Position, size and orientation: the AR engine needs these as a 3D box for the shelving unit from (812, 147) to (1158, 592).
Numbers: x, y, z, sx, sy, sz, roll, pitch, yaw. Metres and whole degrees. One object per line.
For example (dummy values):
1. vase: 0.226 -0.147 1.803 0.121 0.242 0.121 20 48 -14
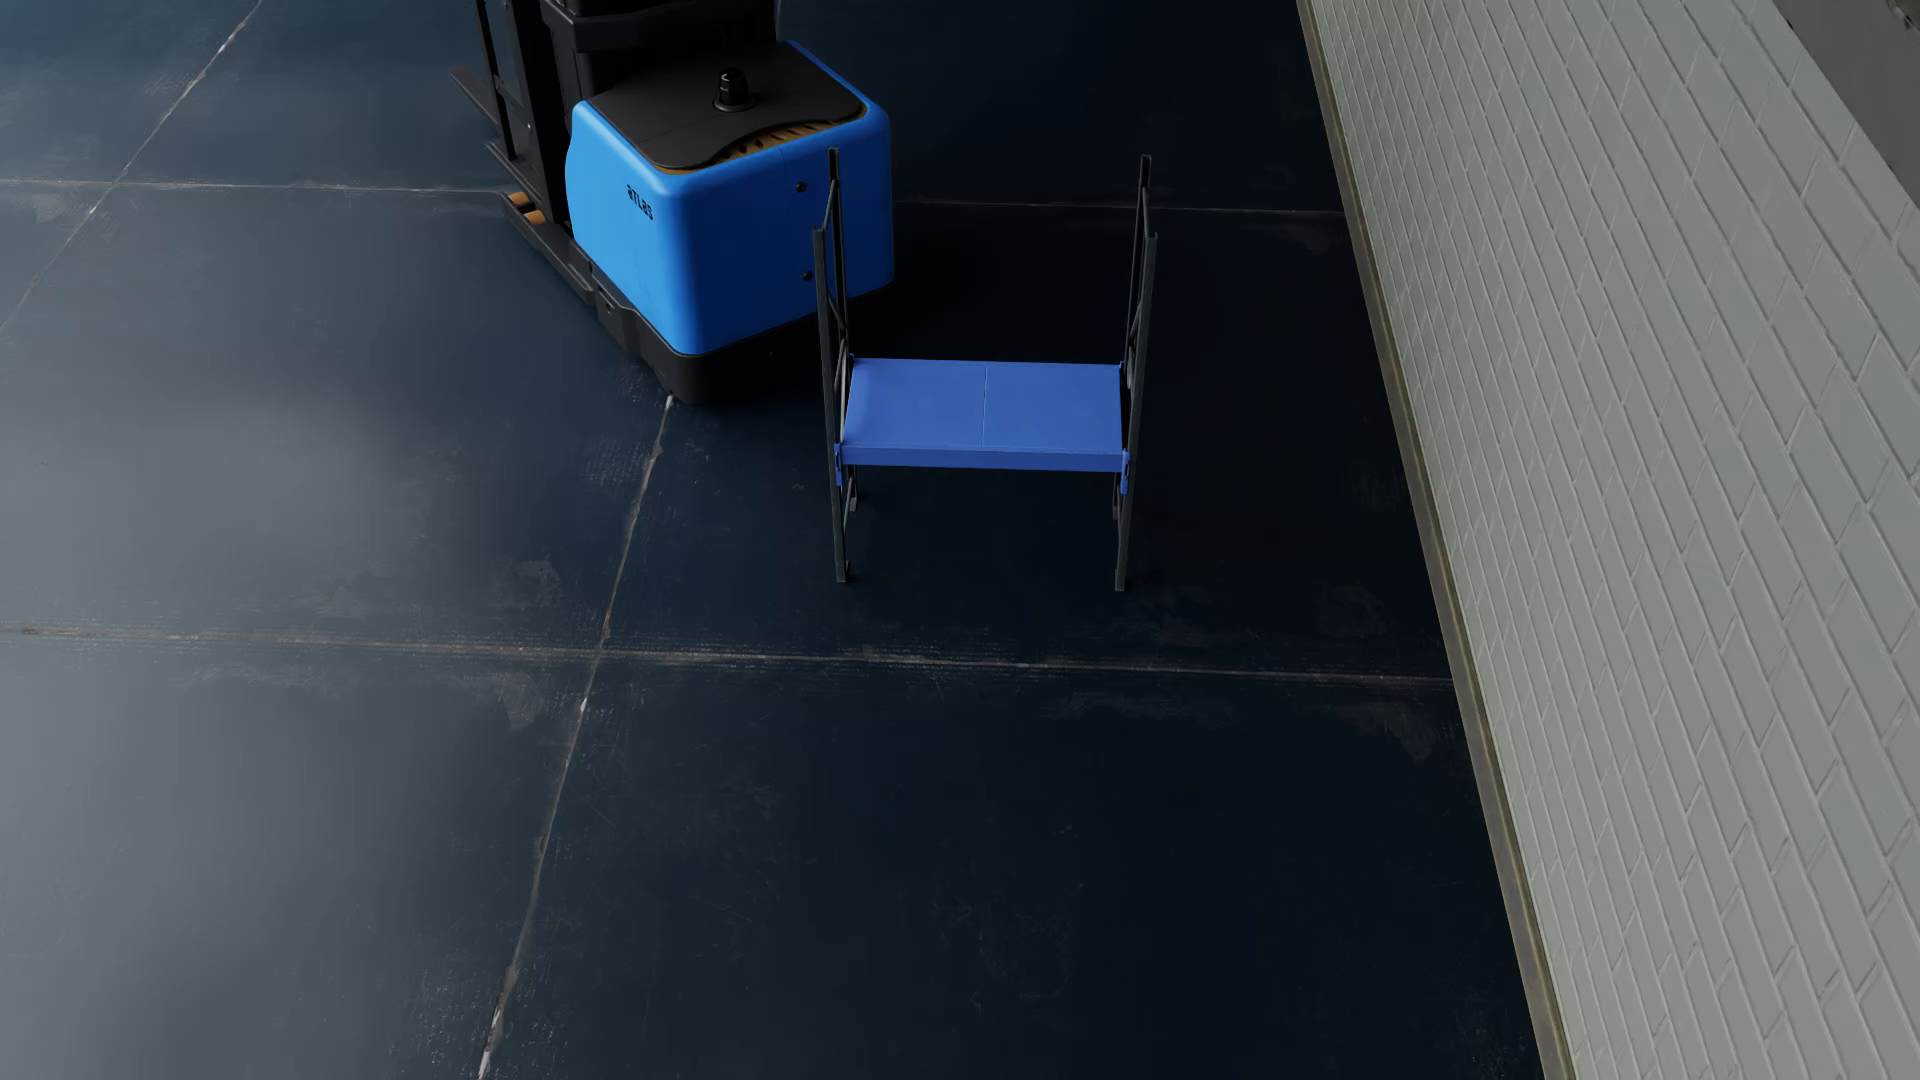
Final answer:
1. shelving unit: 0.085 -0.546 5.736 1.048 1.500 0.538 2 43 2

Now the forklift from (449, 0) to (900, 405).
1. forklift: -1.495 -2.594 6.885 1.130 2.935 3.031 -25 48 -24

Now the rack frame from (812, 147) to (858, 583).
1. rack frame: -0.423 -0.562 5.753 0.032 1.500 0.500 2 43 2

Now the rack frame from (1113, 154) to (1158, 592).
1. rack frame: 0.593 -0.531 5.719 0.032 1.500 0.500 2 43 2

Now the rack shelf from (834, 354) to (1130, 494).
1. rack shelf: 0.085 -0.415 5.859 1.000 0.185 0.538 2 43 2
